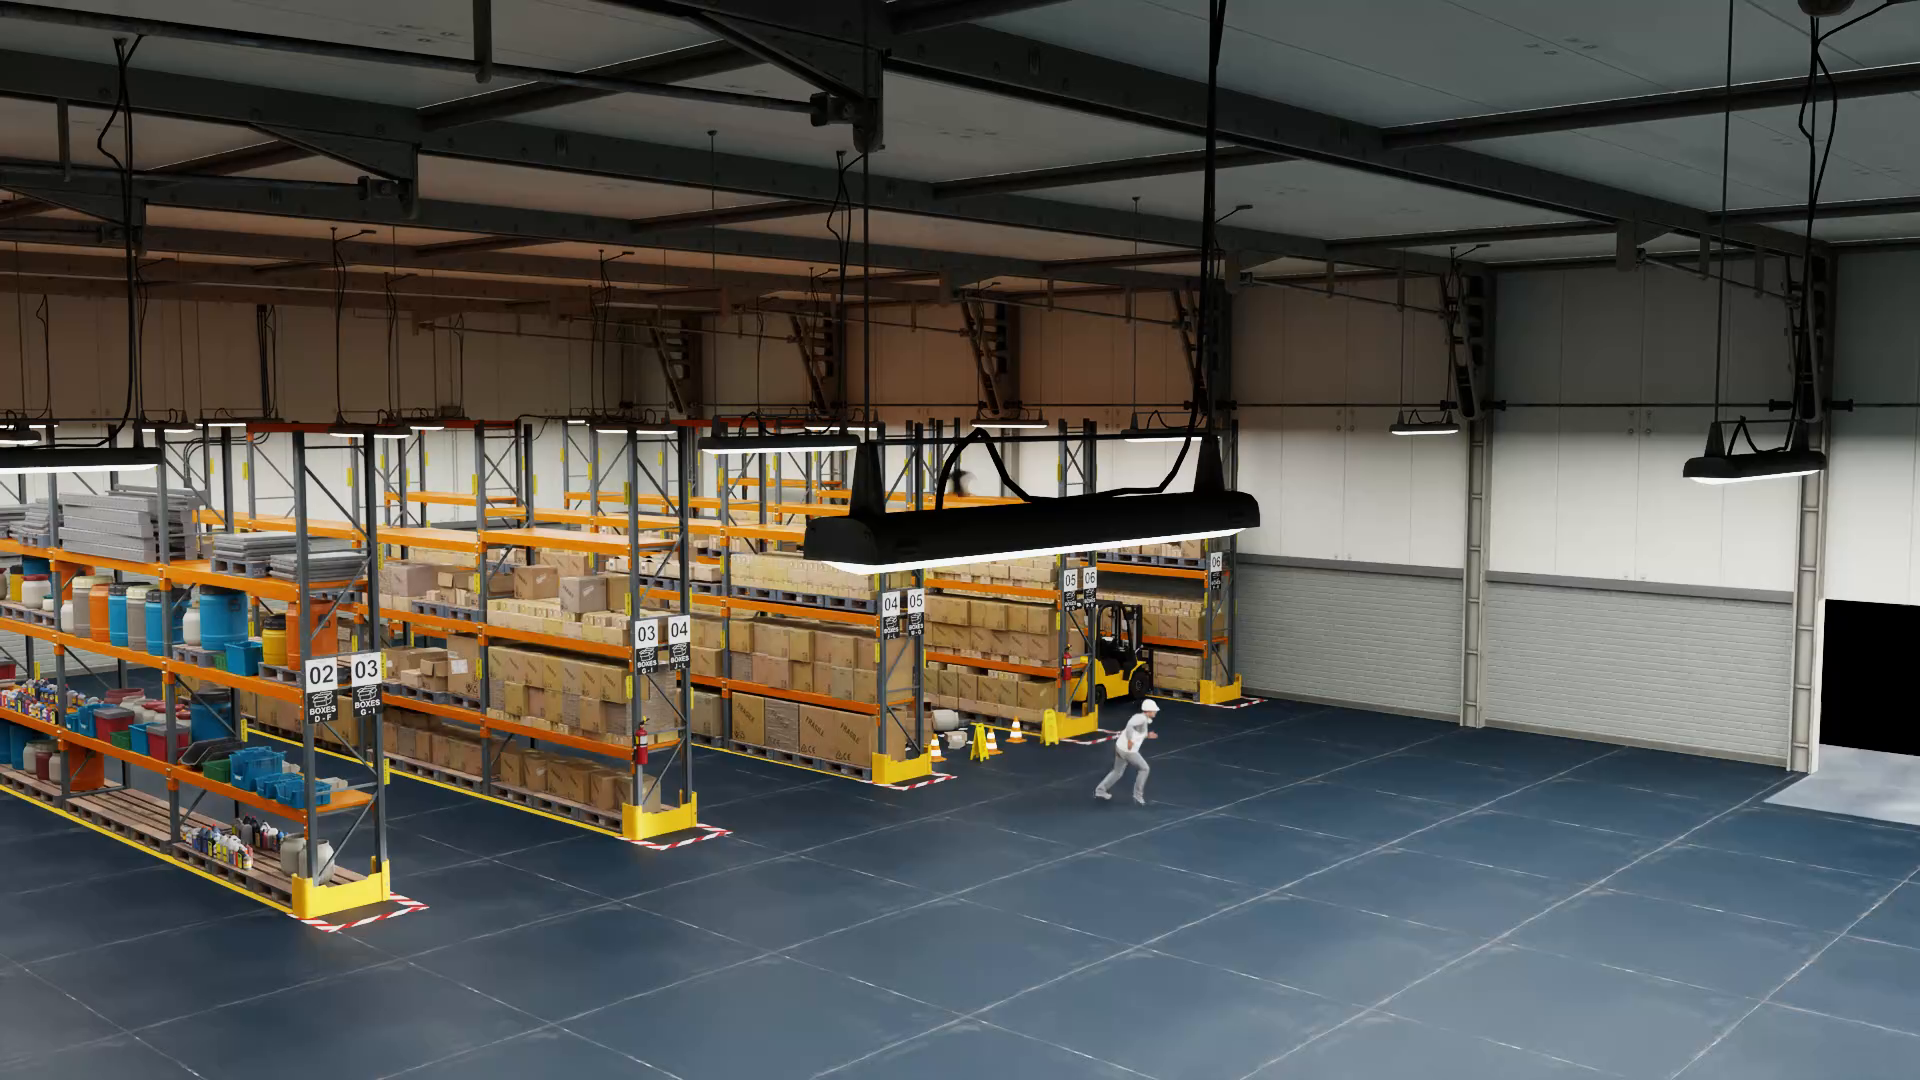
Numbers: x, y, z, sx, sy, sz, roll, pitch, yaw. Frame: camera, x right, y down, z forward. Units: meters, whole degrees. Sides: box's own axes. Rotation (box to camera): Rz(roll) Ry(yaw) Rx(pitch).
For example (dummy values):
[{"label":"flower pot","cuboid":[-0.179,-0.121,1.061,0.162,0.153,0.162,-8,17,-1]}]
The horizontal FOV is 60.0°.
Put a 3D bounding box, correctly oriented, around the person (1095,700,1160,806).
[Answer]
[{"label":"person","cuboid":[2.647,3.380,26.262,1.012,1.720,0.697,0,5,0]}]
